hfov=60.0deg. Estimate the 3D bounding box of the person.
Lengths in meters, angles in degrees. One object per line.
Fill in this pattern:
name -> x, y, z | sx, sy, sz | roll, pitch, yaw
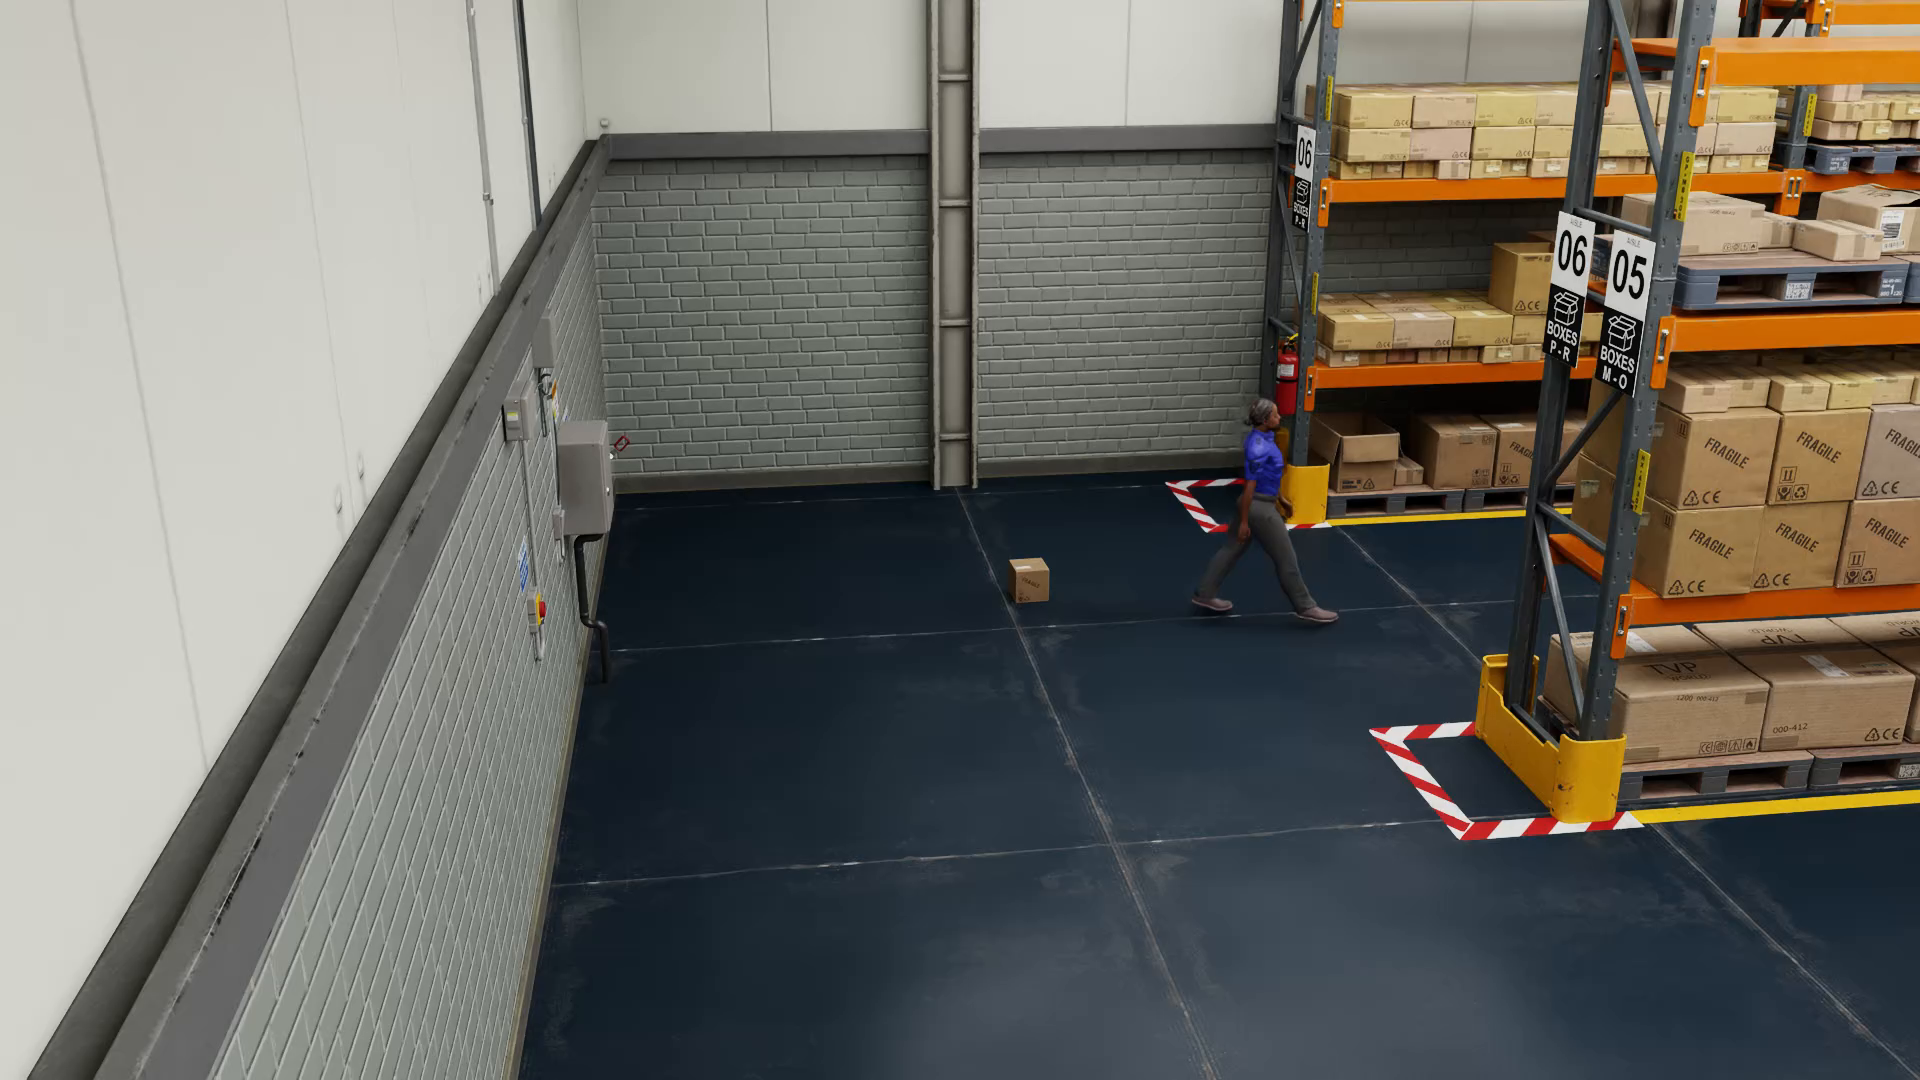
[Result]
person -> 2.175, -0.224, 11.659 | 1.009, 1.592, 0.483 | 1, 20, 2
